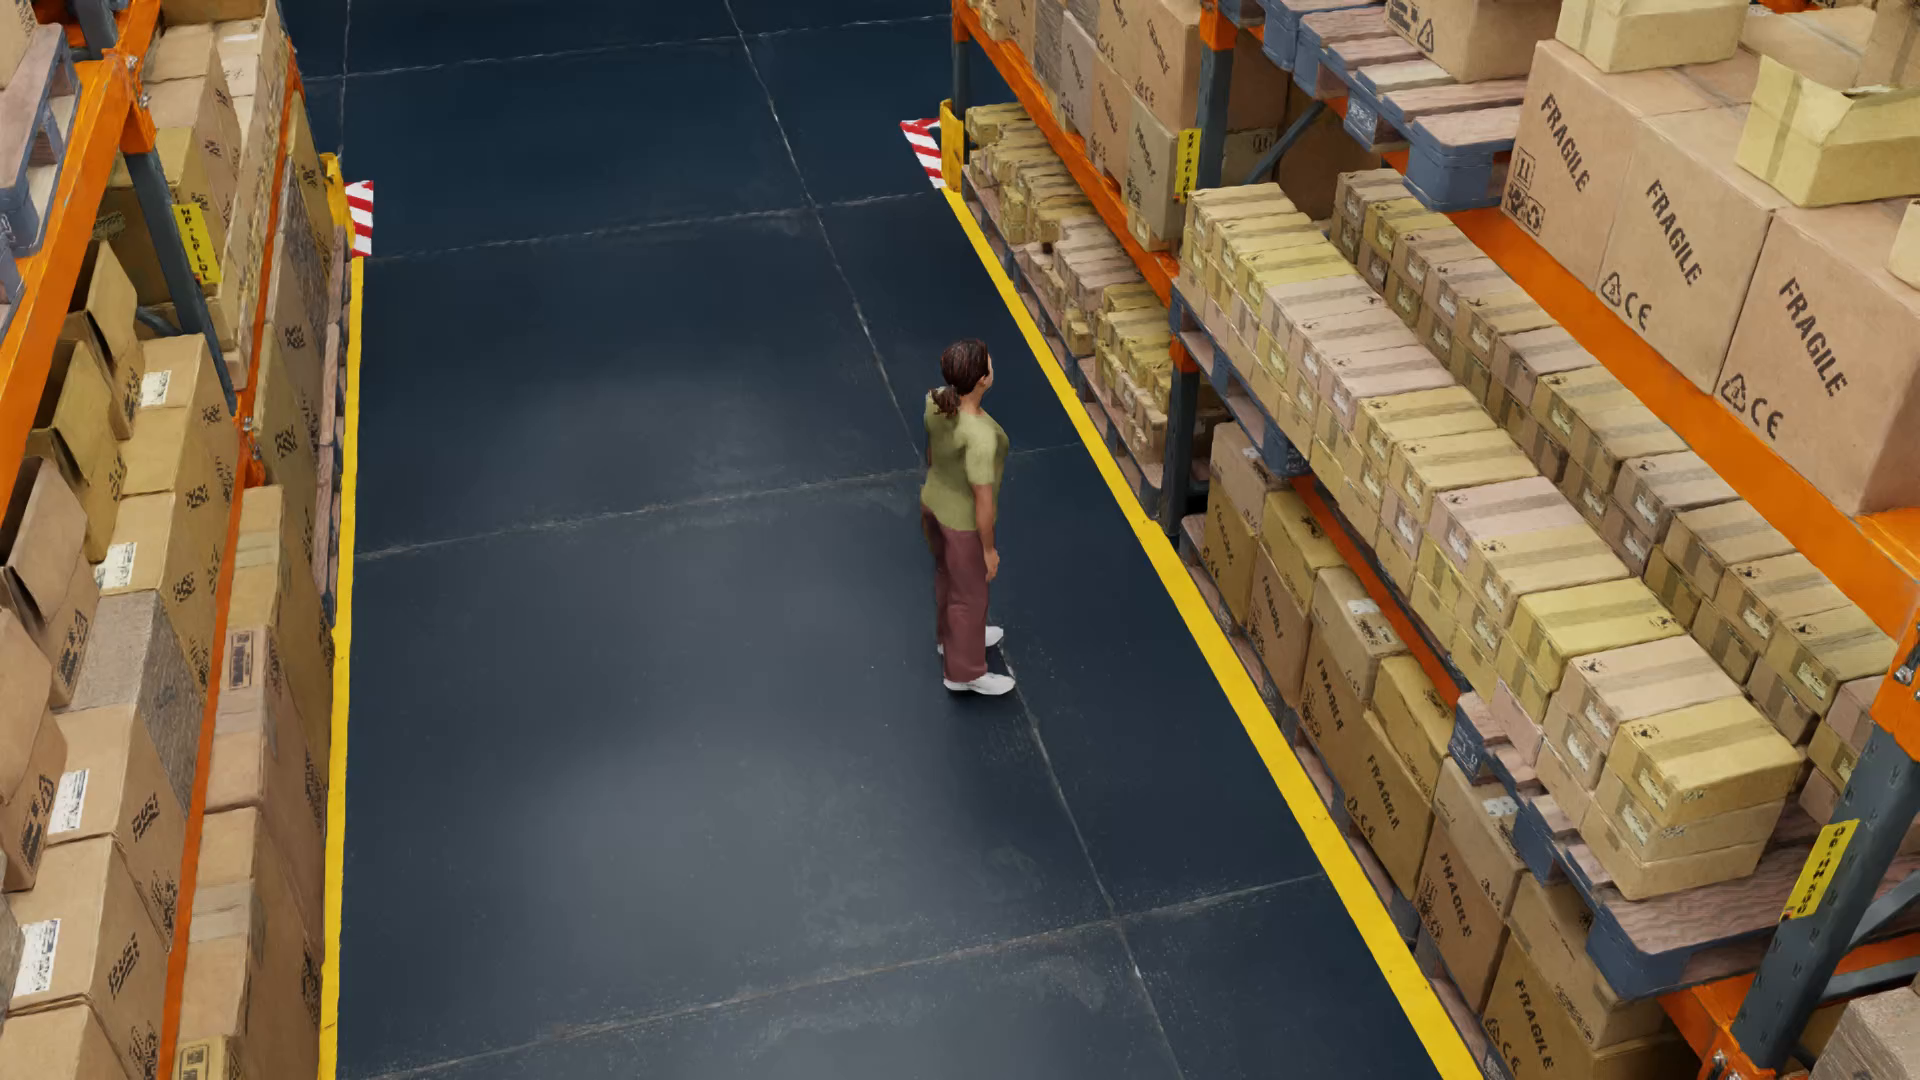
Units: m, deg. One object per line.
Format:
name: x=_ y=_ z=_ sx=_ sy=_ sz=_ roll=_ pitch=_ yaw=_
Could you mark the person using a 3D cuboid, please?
person: x=0.056 y=-0.106 z=6.811 sx=0.415 sy=1.683 sz=0.556 roll=-21 pitch=43 yaw=-25
